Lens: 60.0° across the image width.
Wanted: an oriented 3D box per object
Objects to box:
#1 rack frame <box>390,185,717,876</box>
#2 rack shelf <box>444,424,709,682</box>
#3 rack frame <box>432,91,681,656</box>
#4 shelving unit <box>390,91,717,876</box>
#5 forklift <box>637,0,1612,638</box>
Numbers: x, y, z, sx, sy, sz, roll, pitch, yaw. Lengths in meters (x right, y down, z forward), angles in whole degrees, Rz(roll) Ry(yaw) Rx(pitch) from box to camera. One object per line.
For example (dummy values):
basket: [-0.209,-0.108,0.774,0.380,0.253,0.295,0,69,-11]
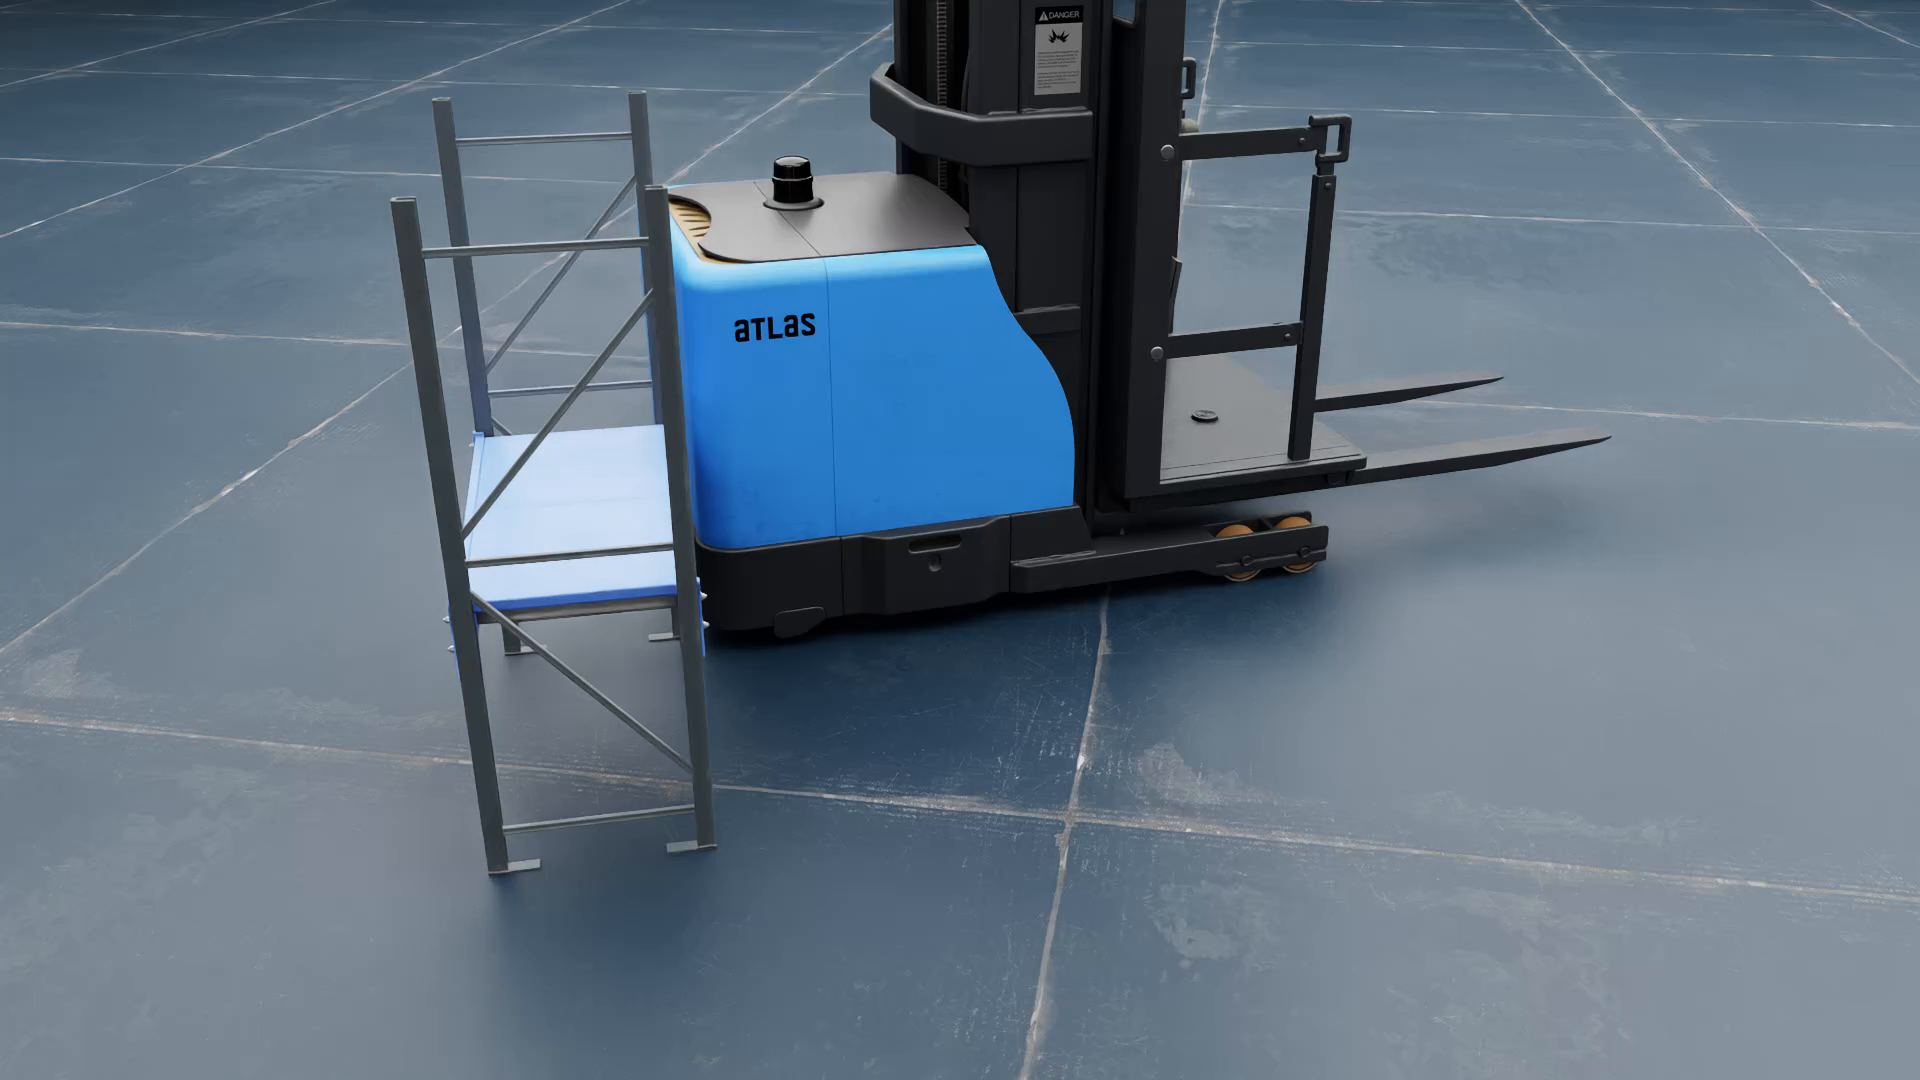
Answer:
rack frame: [-0.797,0.034,3.409,0.500,1.500,0.032,-5,26,-11]
rack shelf: [-0.902,-0.014,3.935,0.538,0.185,1.000,-5,26,-11]
rack frame: [-1.007,-0.388,4.309,0.500,1.500,0.032,-5,26,-11]
shelving unit: [-0.902,-0.177,3.859,0.538,1.500,1.048,-5,26,-11]
forklift: [0.599,-1.408,4.801,3.031,2.935,1.130,-8,26,-16]
